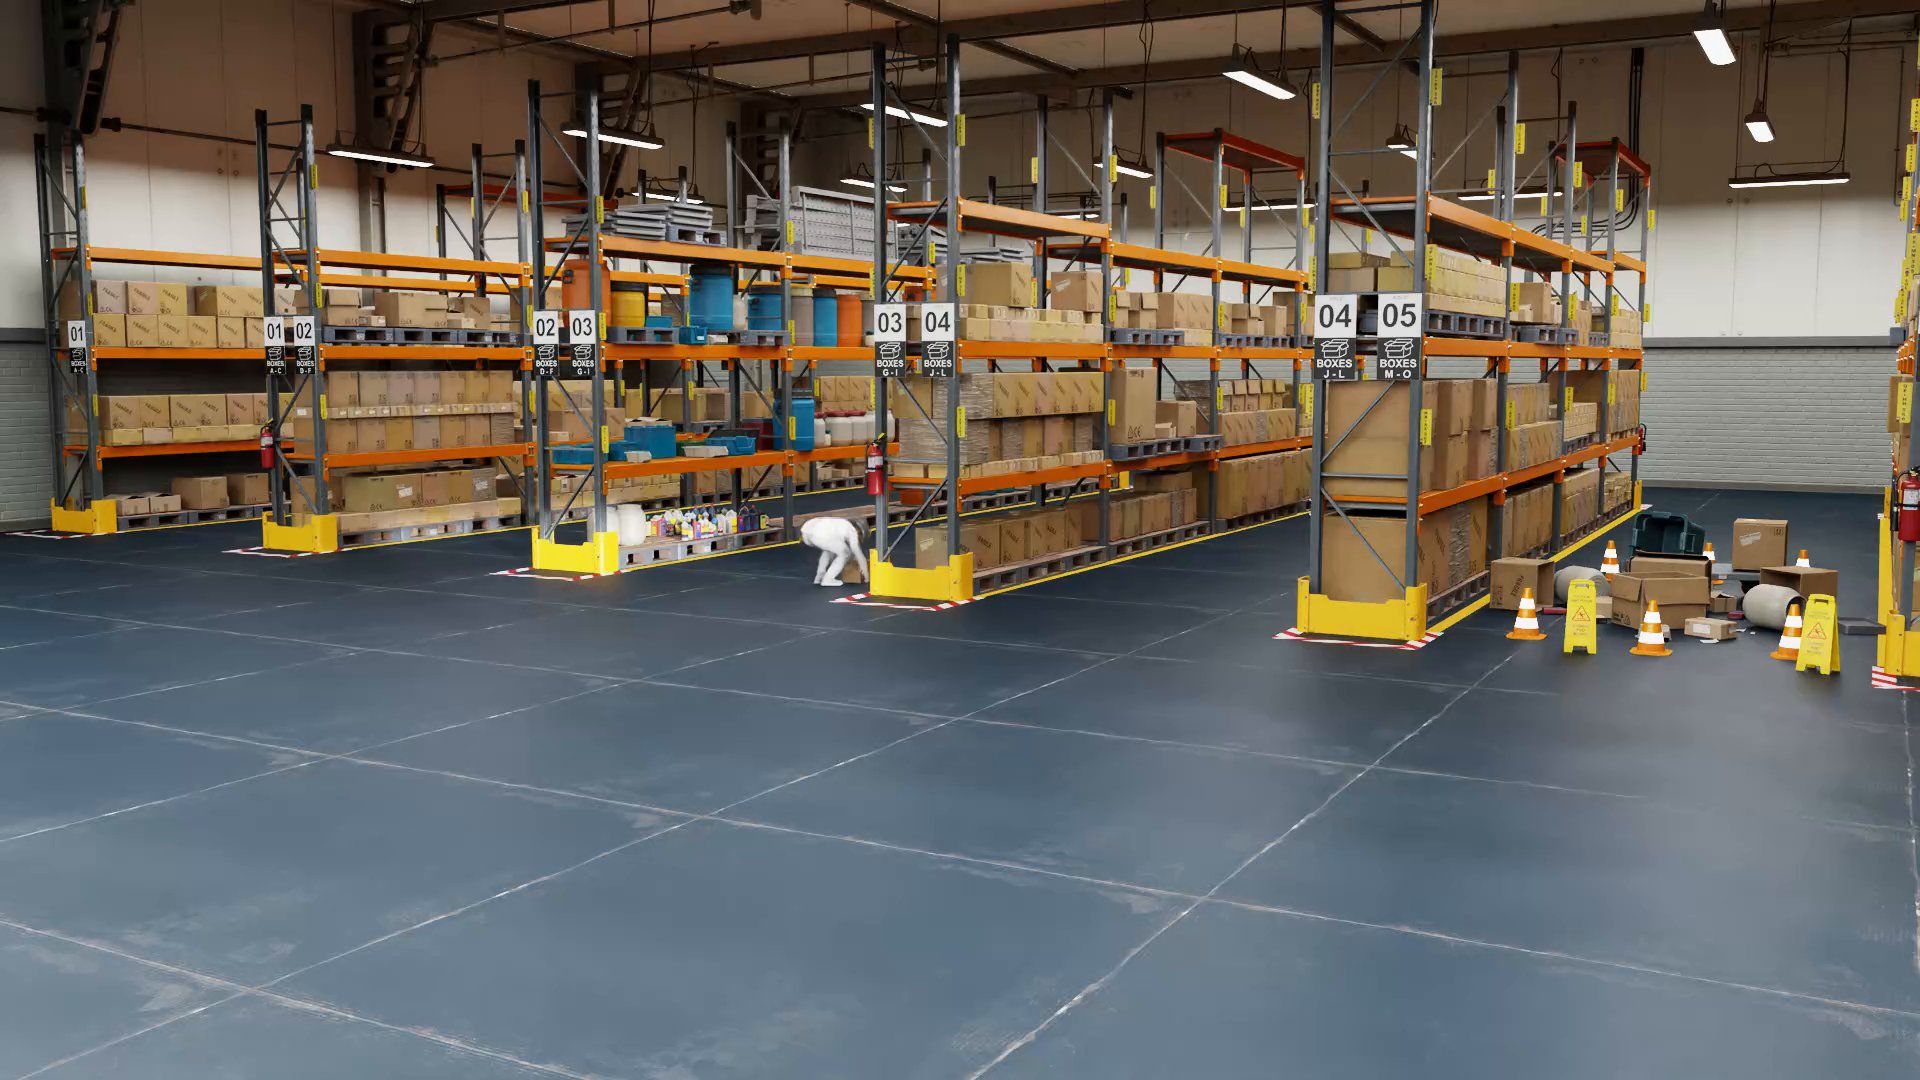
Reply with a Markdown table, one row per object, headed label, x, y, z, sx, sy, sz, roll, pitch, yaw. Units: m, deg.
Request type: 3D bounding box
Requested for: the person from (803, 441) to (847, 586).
| label | x | y | z | sx | sy | sz | roll | pitch | yaw |
| --- | --- | --- | --- | --- | --- | --- | --- | --- | --- |
| person | -1.576 | -0.307 | 19.253 | 0.414 | 1.662 | 0.526 | -6 | 8 | -42 |
